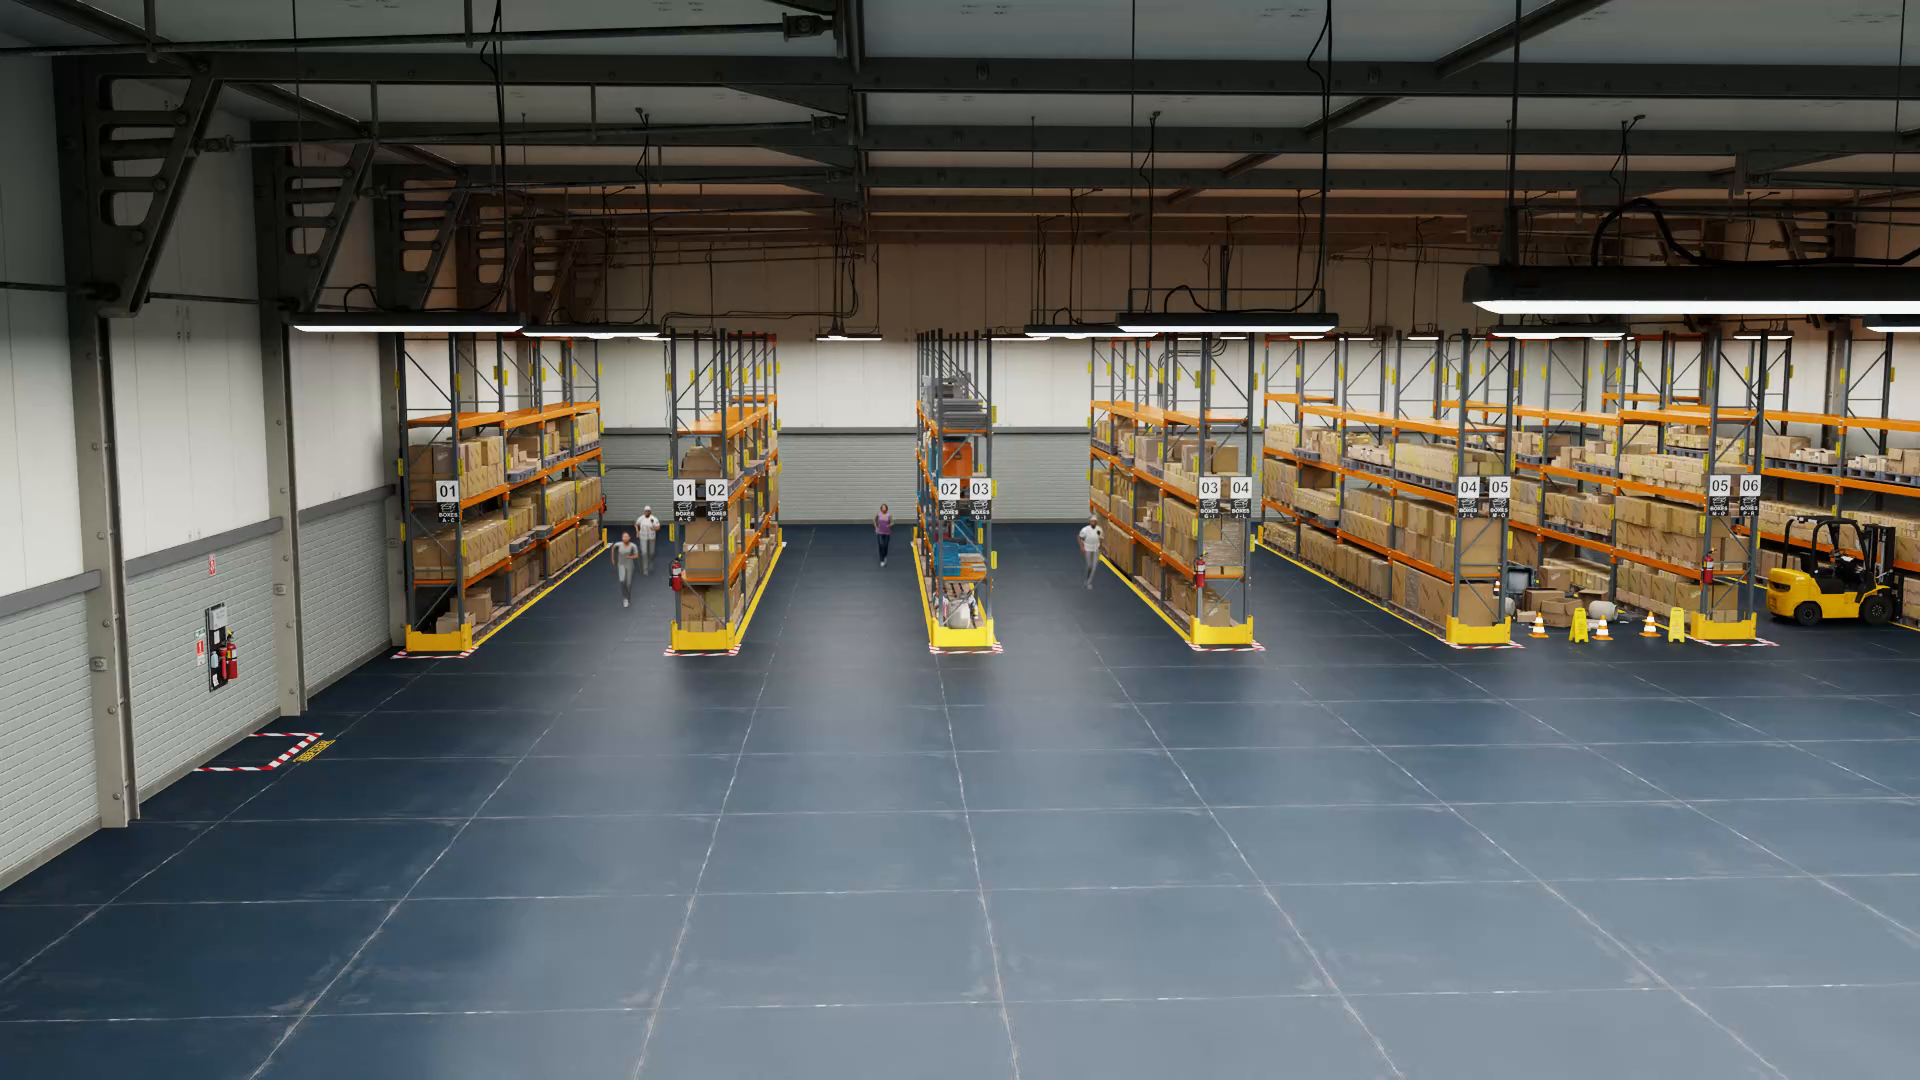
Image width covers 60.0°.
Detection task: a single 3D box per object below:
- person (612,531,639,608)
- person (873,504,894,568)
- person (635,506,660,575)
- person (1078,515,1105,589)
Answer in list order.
[{"bbox_3d":[-7.295,0.628,36.256,0.589,1.660,0.804,-1,7,-9],"label":"person"},{"bbox_3d":[-1.963,-0.139,42.933,0.539,1.613,0.871,-1,7,-5],"label":"person"},{"bbox_3d":[-7.794,-0.014,41.539,0.601,1.663,0.918,-2,7,-14],"label":"person"},{"bbox_3d":[2.942,0.266,36.914,0.582,1.671,0.525,-1,7,-7],"label":"person"}]
